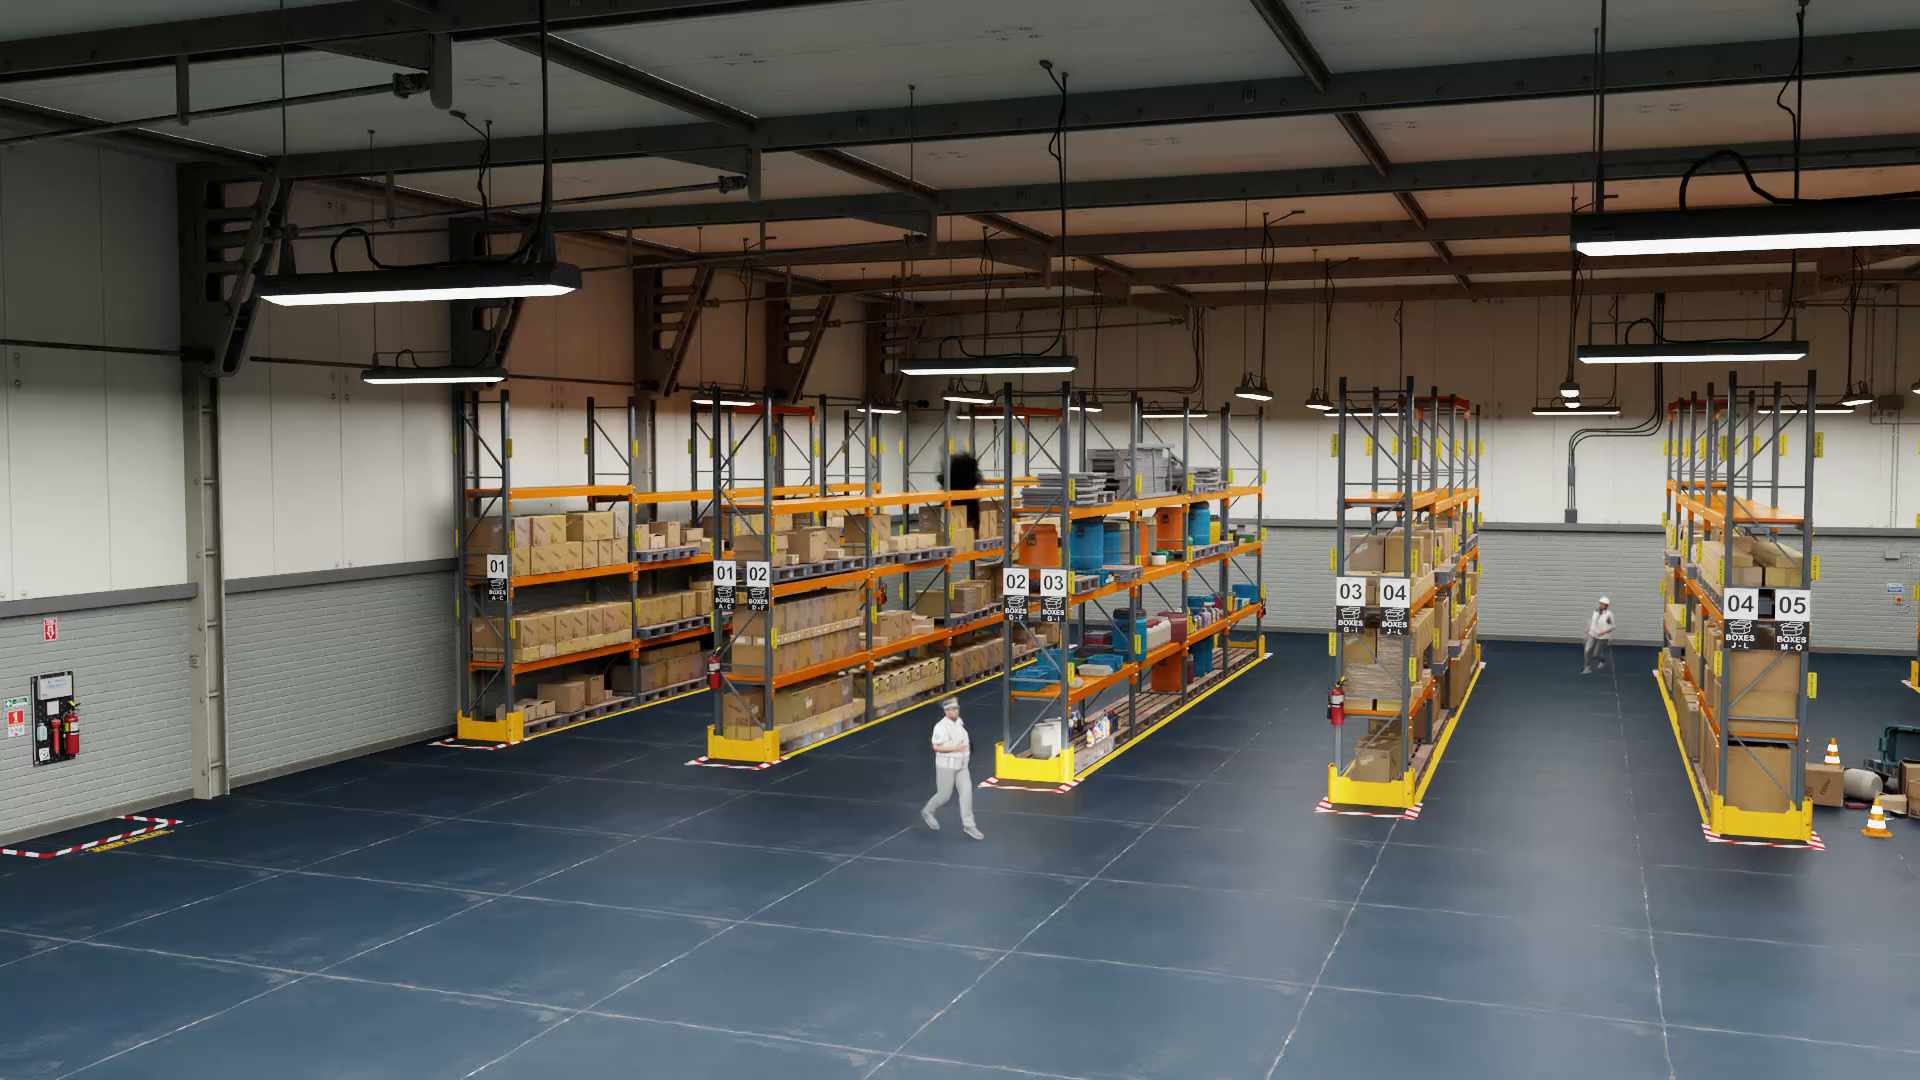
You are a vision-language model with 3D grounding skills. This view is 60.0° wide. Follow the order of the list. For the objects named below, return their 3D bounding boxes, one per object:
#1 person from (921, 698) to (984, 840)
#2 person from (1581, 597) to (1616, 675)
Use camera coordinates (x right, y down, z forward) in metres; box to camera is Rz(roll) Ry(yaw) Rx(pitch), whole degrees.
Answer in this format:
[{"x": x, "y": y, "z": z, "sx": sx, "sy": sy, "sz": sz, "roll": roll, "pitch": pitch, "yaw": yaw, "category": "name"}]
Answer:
[{"x": -0.106, "y": 2.915, "z": 21.414, "sx": 0.967, "sy": 1.786, "sz": 0.659, "roll": 3, "pitch": 4, "yaw": 44, "category": "person"}, {"x": 14.186, "y": 2.128, "z": 36.818, "sx": 0.751, "sy": 1.719, "sz": 0.700, "roll": -2, "pitch": 4, "yaw": -38, "category": "person"}]
